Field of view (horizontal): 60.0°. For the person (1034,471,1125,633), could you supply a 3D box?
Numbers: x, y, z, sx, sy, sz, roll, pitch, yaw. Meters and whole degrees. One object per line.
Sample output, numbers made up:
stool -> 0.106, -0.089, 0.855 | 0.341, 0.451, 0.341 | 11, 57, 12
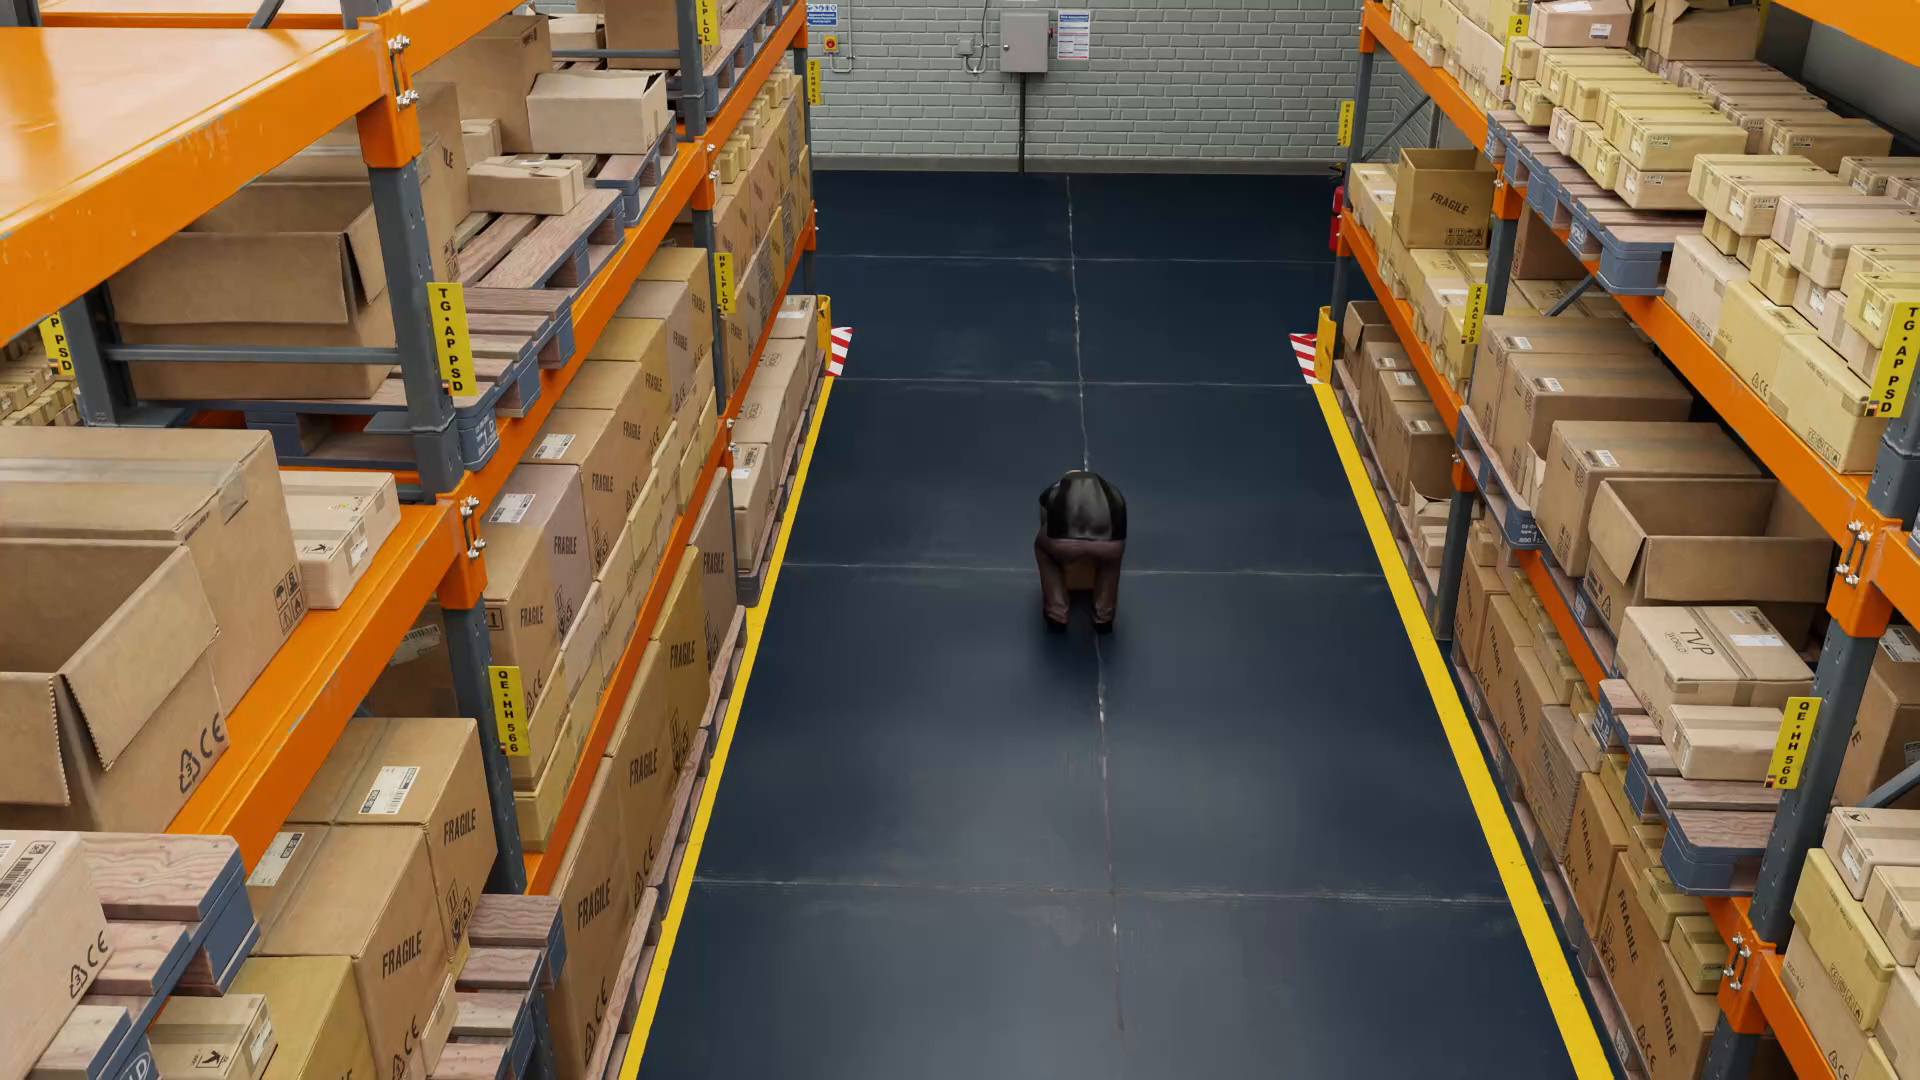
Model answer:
person -> 0.686, 0.023, 9.563 | 0.519, 0.849, 0.931 | 0, 28, 0
